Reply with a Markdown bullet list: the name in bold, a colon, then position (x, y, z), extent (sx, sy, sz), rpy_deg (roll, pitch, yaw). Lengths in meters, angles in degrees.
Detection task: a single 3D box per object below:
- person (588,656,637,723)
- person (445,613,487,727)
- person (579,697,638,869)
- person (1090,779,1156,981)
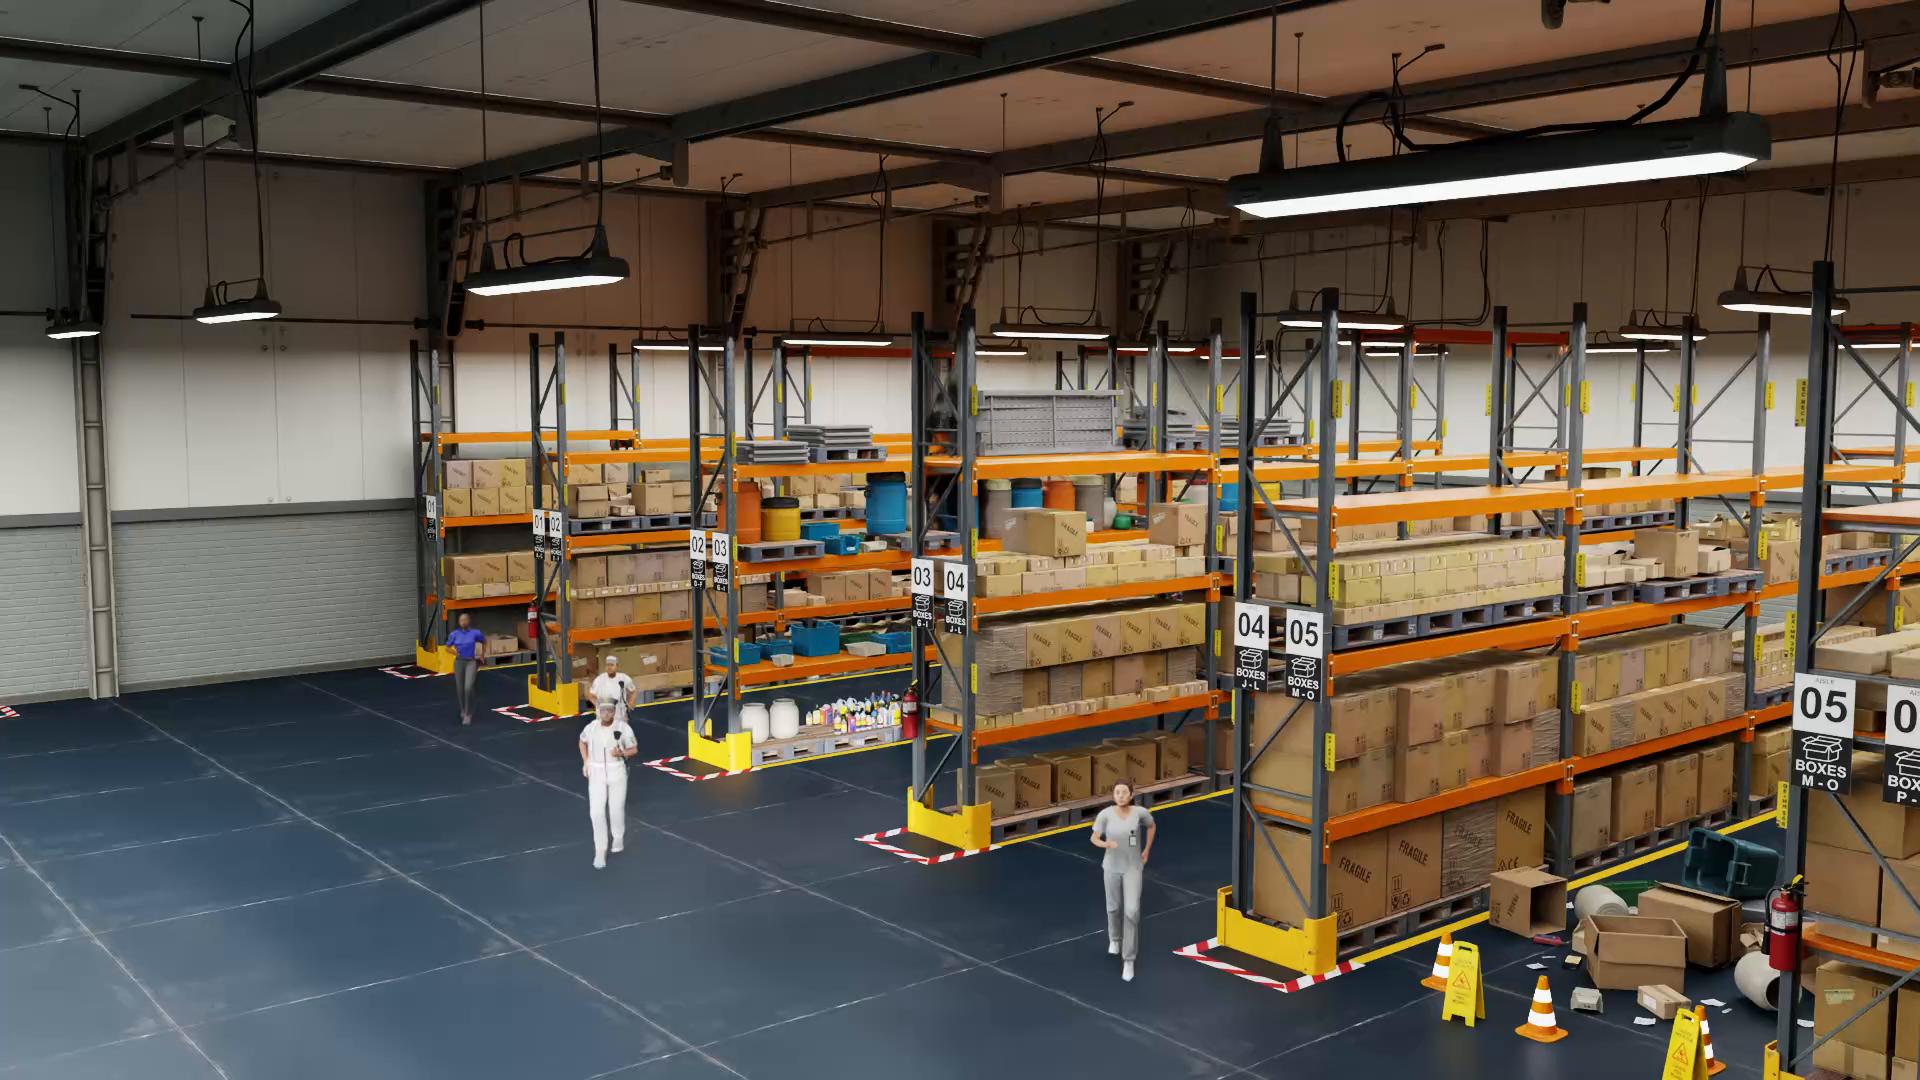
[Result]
- **person**: position (-4.543, 2.338, 21.764), extent (0.622, 1.682, 0.779), rpy_deg (-1, 5, -6)
- **person**: position (-7.605, 1.965, 25.576), extent (0.589, 1.698, 0.725), rpy_deg (0, 5, -3)
- **person**: position (-3.833, 2.608, 18.134), extent (0.643, 1.842, 0.743), rpy_deg (-1, 5, -8)
- **person**: position (1.438, 2.965, 14.792), extent (0.543, 1.737, 0.751), rpy_deg (1, 5, 12)
